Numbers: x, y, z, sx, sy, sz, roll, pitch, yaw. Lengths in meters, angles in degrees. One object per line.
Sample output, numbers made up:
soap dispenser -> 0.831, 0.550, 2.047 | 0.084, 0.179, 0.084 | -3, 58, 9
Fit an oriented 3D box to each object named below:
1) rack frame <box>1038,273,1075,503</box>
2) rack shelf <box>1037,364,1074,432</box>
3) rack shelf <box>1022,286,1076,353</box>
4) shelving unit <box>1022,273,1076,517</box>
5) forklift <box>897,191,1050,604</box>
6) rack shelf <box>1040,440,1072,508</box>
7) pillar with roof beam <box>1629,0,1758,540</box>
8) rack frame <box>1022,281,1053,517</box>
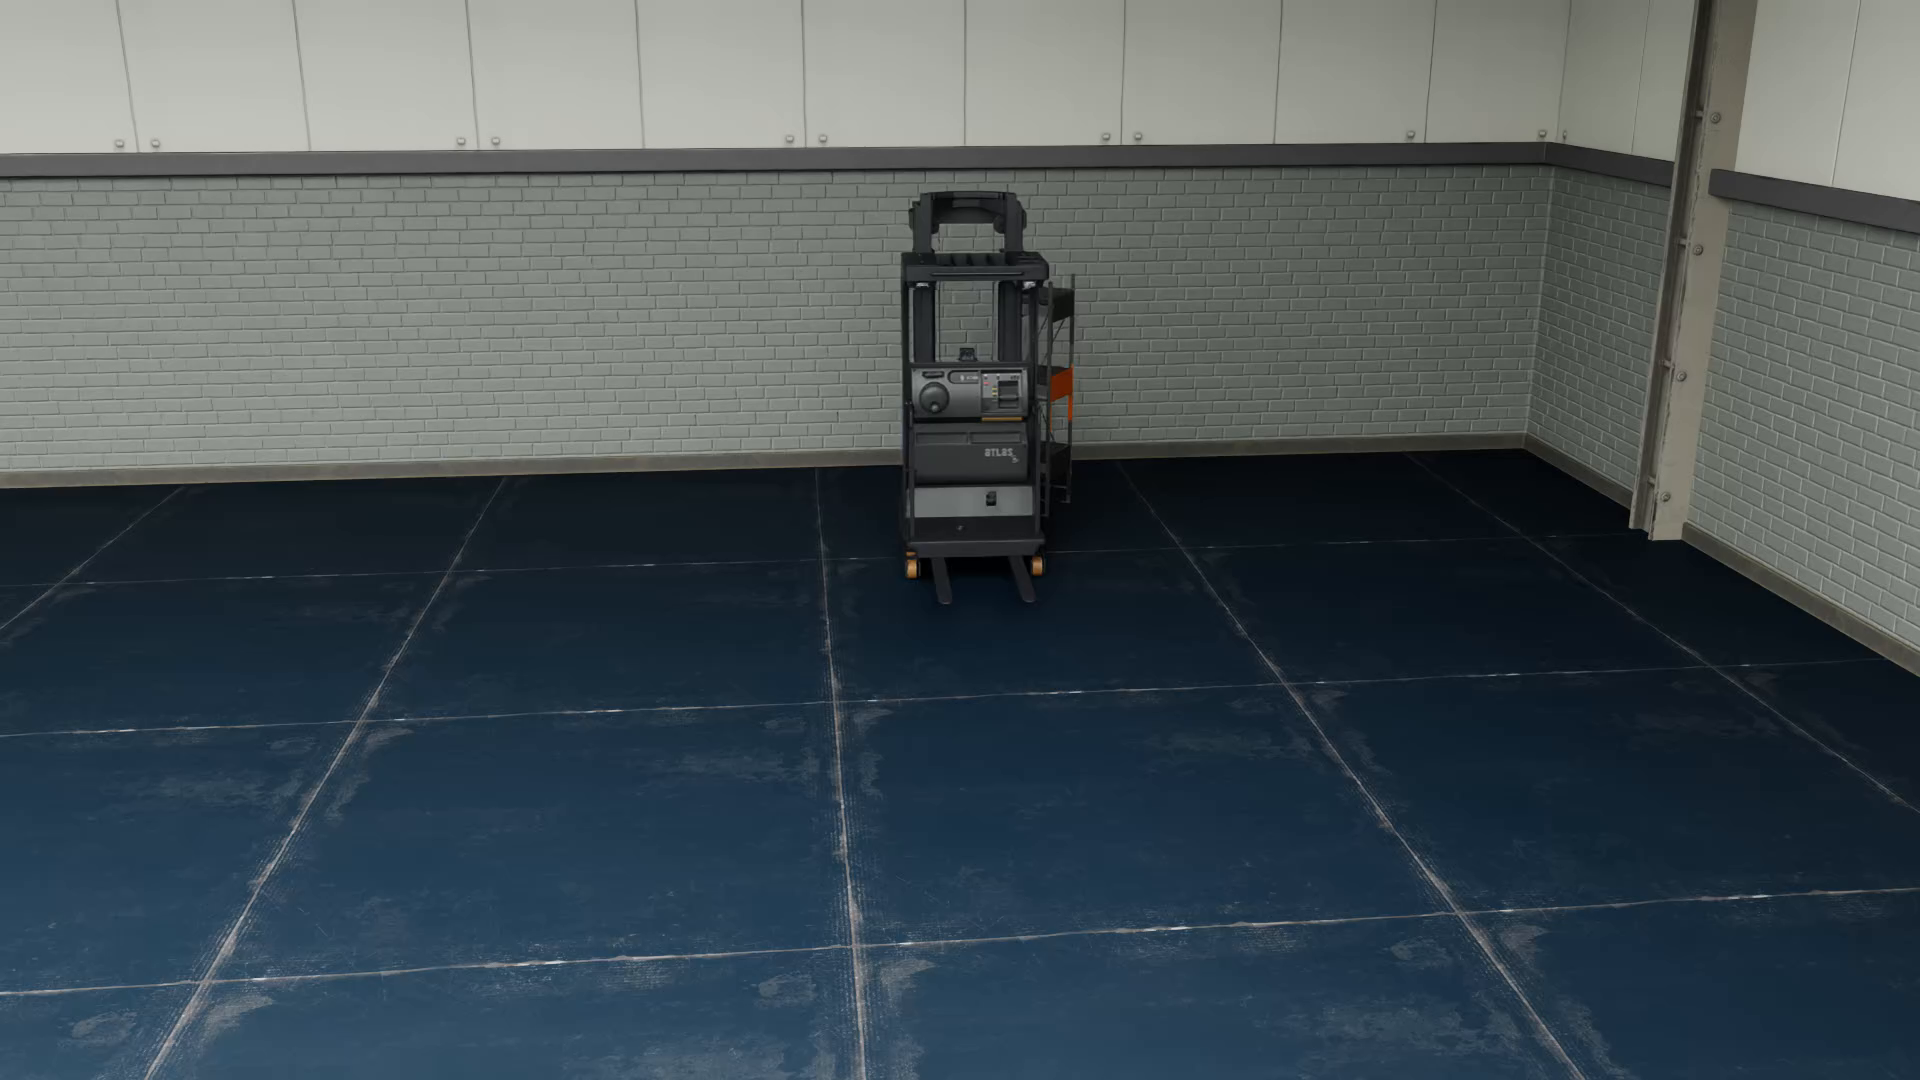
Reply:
rack frame -> 0.832, -1.367, 15.025 | 0.400, 2.100, 0.015 | 9, 19, 26
rack shelf -> 0.721, -1.289, 14.822 | 0.431, 0.518, 0.480 | 9, 19, 26
rack shelf -> 0.721, -1.956, 14.612 | 0.431, 0.518, 0.480 | 9, 19, 26
shelving unit -> 0.721, -1.302, 14.817 | 0.431, 2.100, 0.503 | 9, 19, 26
forklift -> 0.096, -1.187, 13.066 | 1.130, 2.935, 3.031 | -1, 17, -4
rack shelf -> 0.721, -0.621, 15.031 | 0.431, 0.518, 0.480 | 9, 19, 26
pillar with roof beam -> 1.736, -4.222, 12.601 | 9.100, 9.000, 0.400 | -2, 18, -6
rack frame -> 0.611, -1.236, 14.610 | 0.400, 2.100, 0.015 | 9, 19, 26
